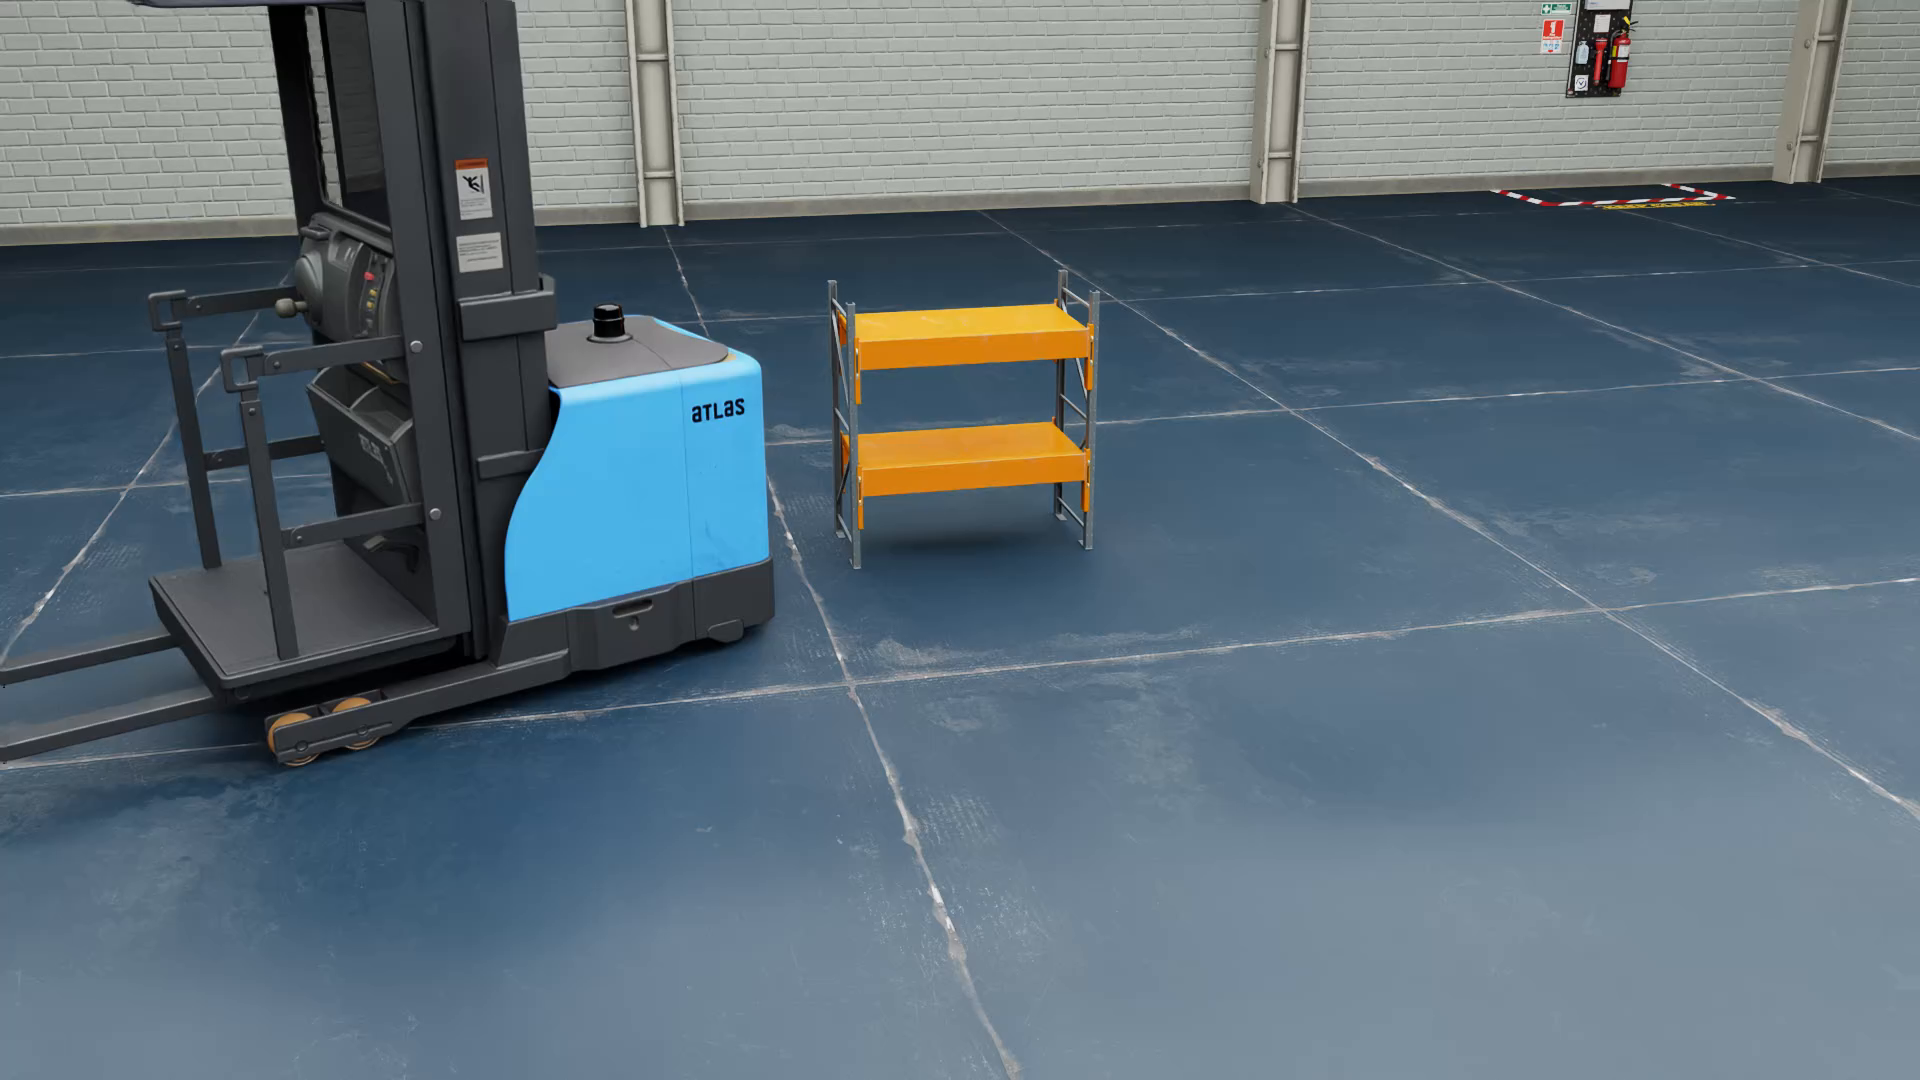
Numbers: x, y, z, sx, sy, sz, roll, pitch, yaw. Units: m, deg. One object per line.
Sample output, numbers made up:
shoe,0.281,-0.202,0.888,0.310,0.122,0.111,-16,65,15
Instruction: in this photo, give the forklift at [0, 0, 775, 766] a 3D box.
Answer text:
forklift,-2.196,-0.857,5.394,3.031,2.935,1.130,-14,24,-33

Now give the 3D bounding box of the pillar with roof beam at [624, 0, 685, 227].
pillar with roof beam,-1.741,-5.680,9.737,0.400,9.000,9.100,-5,21,-12

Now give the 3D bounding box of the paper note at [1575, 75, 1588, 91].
paper note,6.345,-4.666,16.972,0.142,0.148,0.016,-5,21,-12

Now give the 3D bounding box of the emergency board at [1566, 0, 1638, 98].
emergency board,6.533,-5.071,16.796,0.643,1.169,0.194,-5,21,-12

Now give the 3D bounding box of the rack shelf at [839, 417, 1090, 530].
rack shelf,0.007,-0.299,7.207,1.000,0.278,0.538,-5,21,-12

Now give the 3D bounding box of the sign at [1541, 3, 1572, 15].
sign,5.978,-5.324,16.666,0.331,0.109,0.001,-5,21,-12

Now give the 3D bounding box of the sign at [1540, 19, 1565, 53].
sign,5.971,-5.078,16.765,0.234,0.329,0.001,-5,21,-12

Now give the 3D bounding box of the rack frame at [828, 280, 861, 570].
rack frame,-0.488,-0.488,7.013,0.032,1.125,0.500,-5,21,-12

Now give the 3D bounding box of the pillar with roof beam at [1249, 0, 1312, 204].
pillar with roof beam,4.098,-6.154,11.033,0.400,9.000,9.100,-5,21,-12

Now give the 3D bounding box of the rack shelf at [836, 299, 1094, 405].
rack shelf,0.007,-0.804,7.022,1.000,0.278,0.538,-5,21,-12

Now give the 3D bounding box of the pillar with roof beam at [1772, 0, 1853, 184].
pillar with roof beam,9.937,-6.629,12.329,0.400,9.000,9.100,-5,21,-12

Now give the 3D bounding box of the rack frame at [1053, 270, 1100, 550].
rack frame,0.501,-0.569,7.232,0.032,1.125,0.500,-5,21,-12

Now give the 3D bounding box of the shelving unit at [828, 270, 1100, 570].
shelving unit,0.007,-0.529,7.123,1.048,1.125,0.538,-5,21,-12
